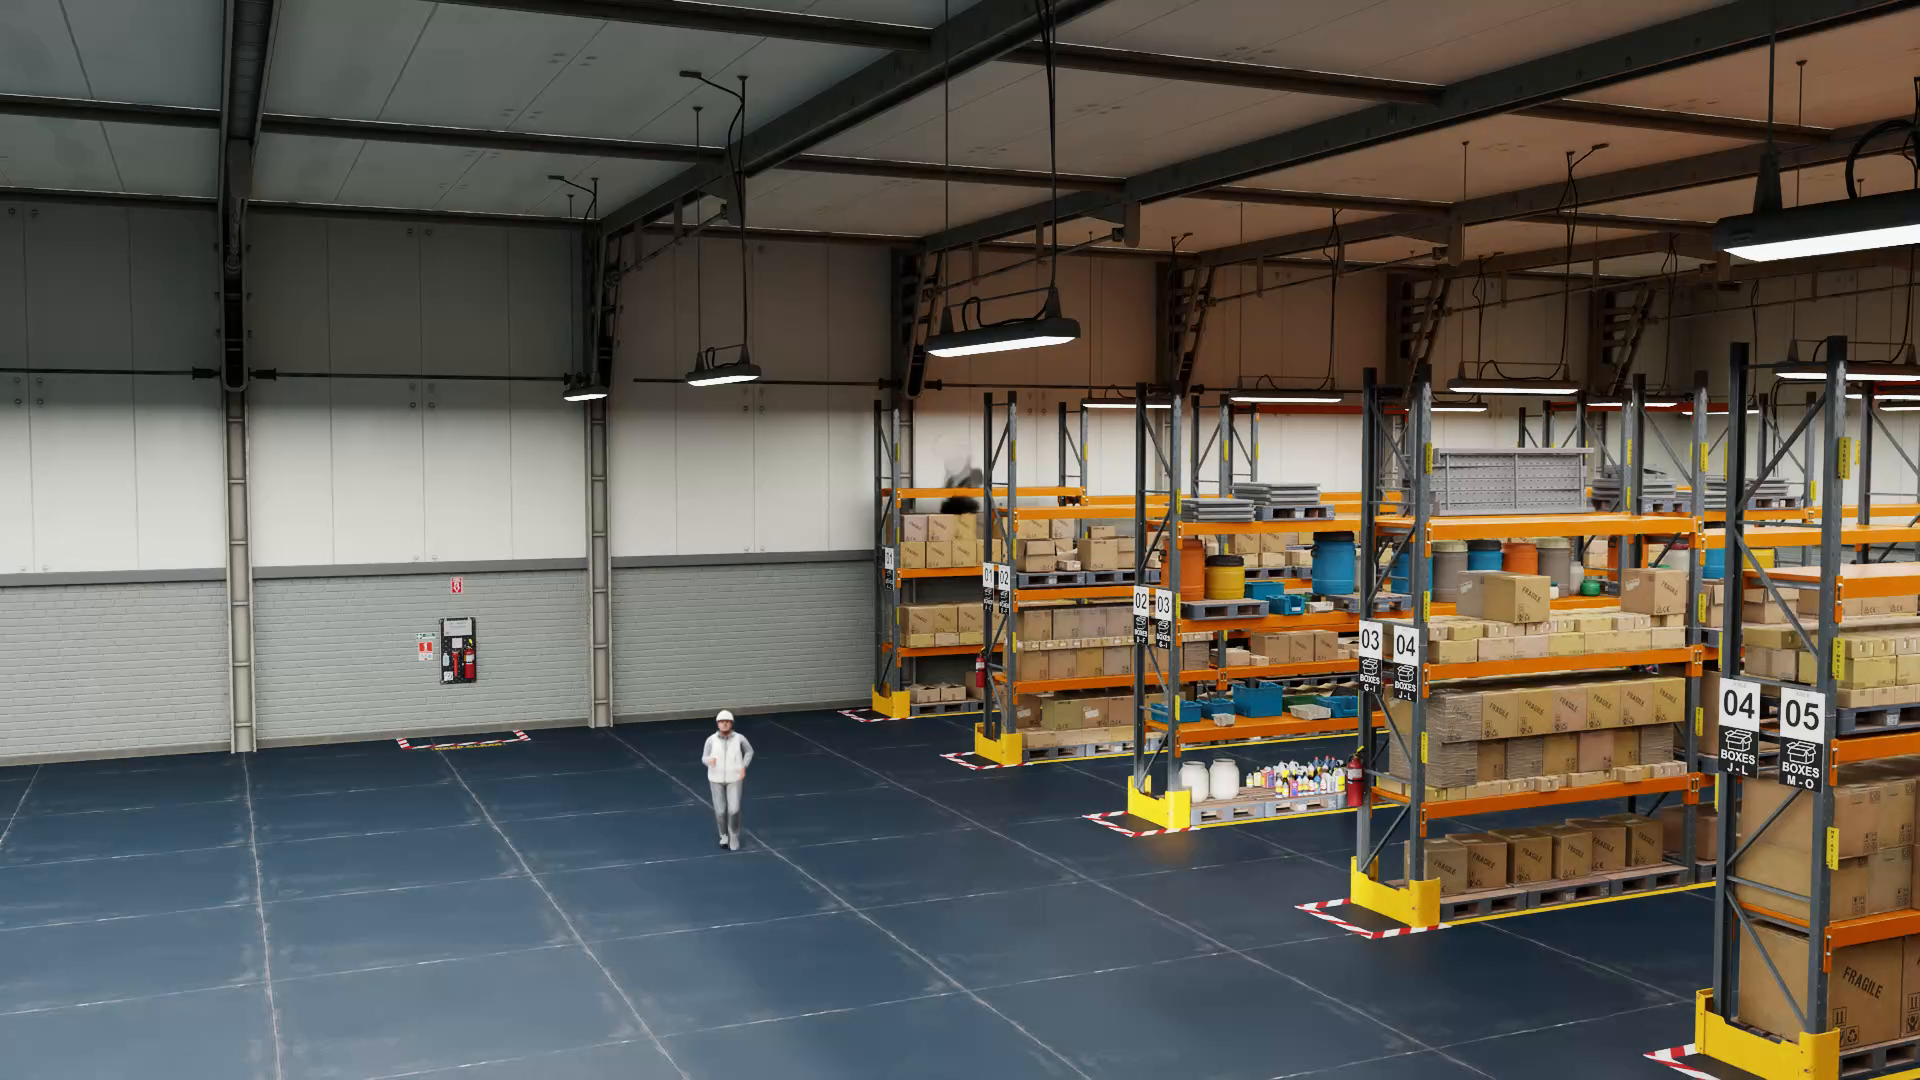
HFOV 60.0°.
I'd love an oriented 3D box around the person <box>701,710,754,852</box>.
[{"bbox_3d":[-2.956,3.063,21.069,0.640,1.789,0.669,0,3,-2],"label":"person"}]
